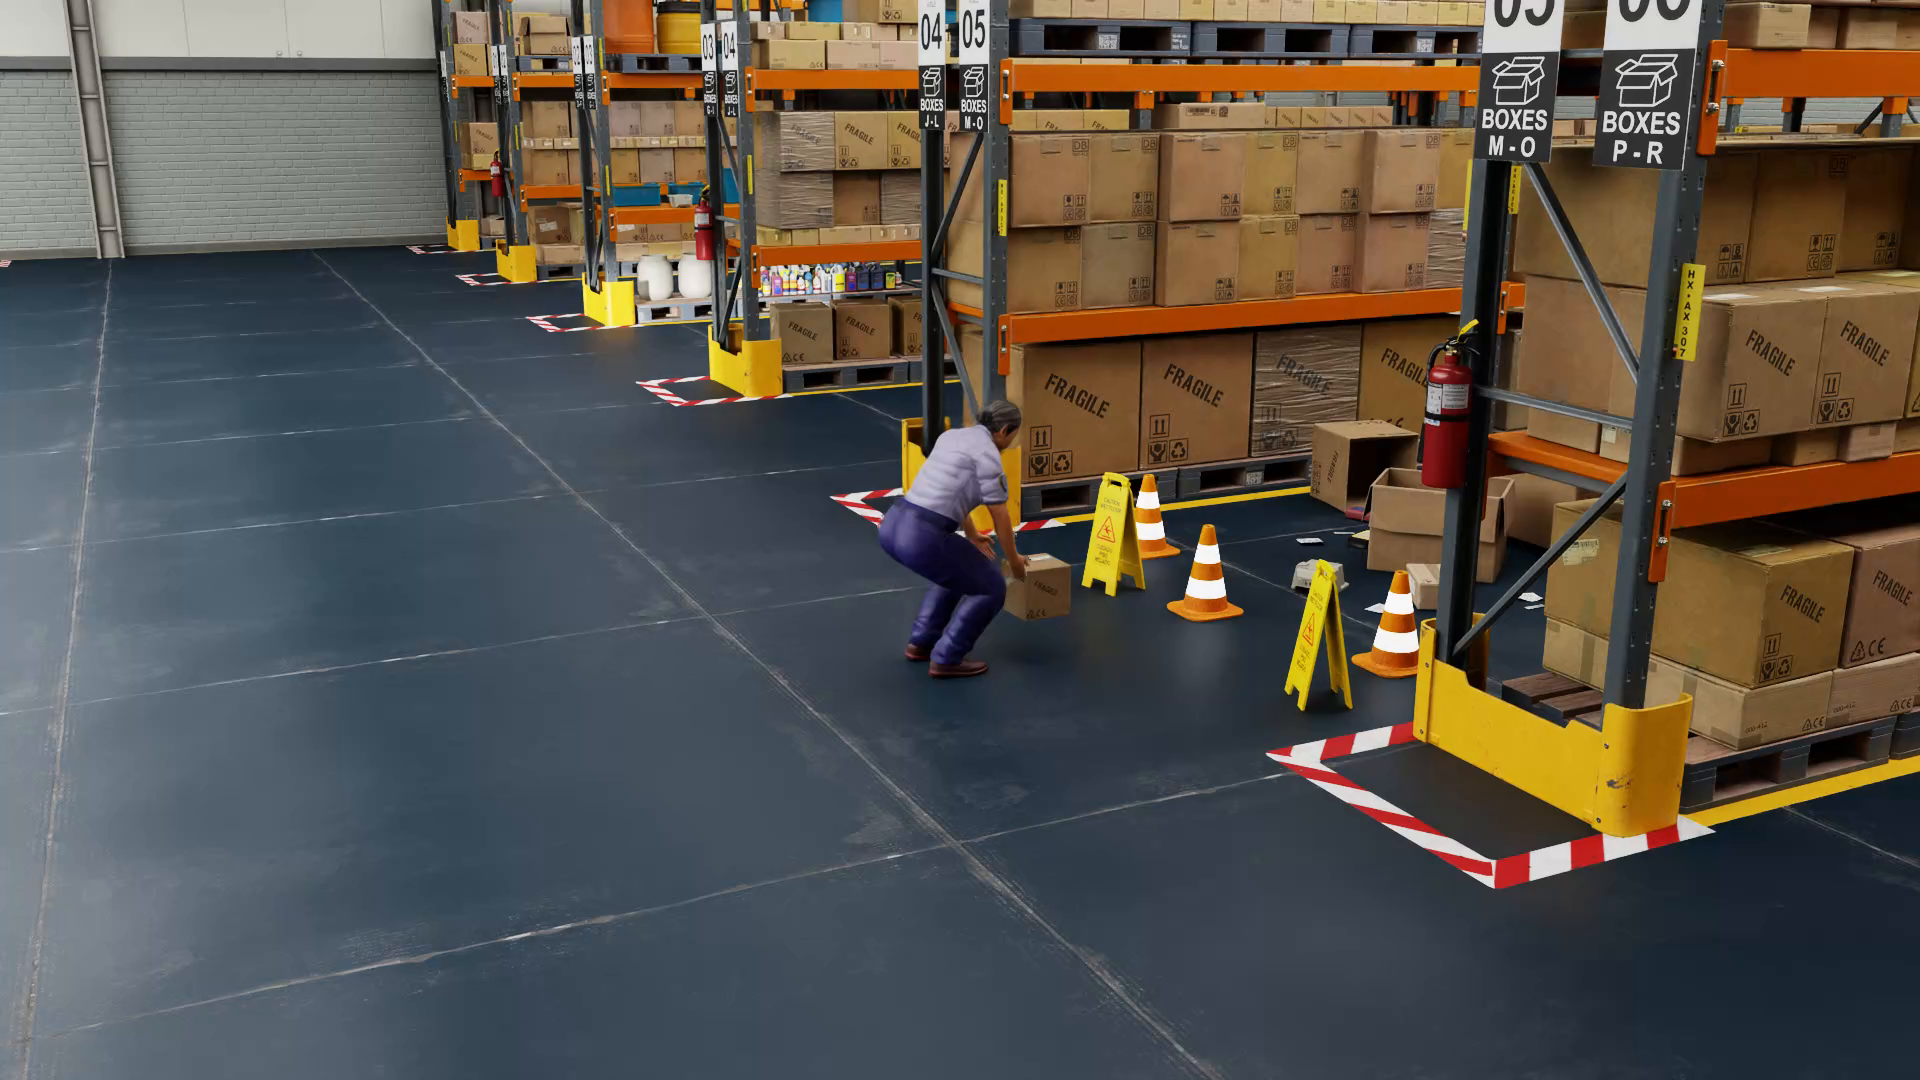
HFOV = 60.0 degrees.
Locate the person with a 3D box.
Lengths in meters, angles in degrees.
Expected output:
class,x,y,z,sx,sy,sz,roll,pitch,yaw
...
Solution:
class,x,y,z,sx,sy,sz,roll,pitch,yaw
person,-0.034,-0.011,7.867,0.715,1.246,0.539,-7,17,-25
